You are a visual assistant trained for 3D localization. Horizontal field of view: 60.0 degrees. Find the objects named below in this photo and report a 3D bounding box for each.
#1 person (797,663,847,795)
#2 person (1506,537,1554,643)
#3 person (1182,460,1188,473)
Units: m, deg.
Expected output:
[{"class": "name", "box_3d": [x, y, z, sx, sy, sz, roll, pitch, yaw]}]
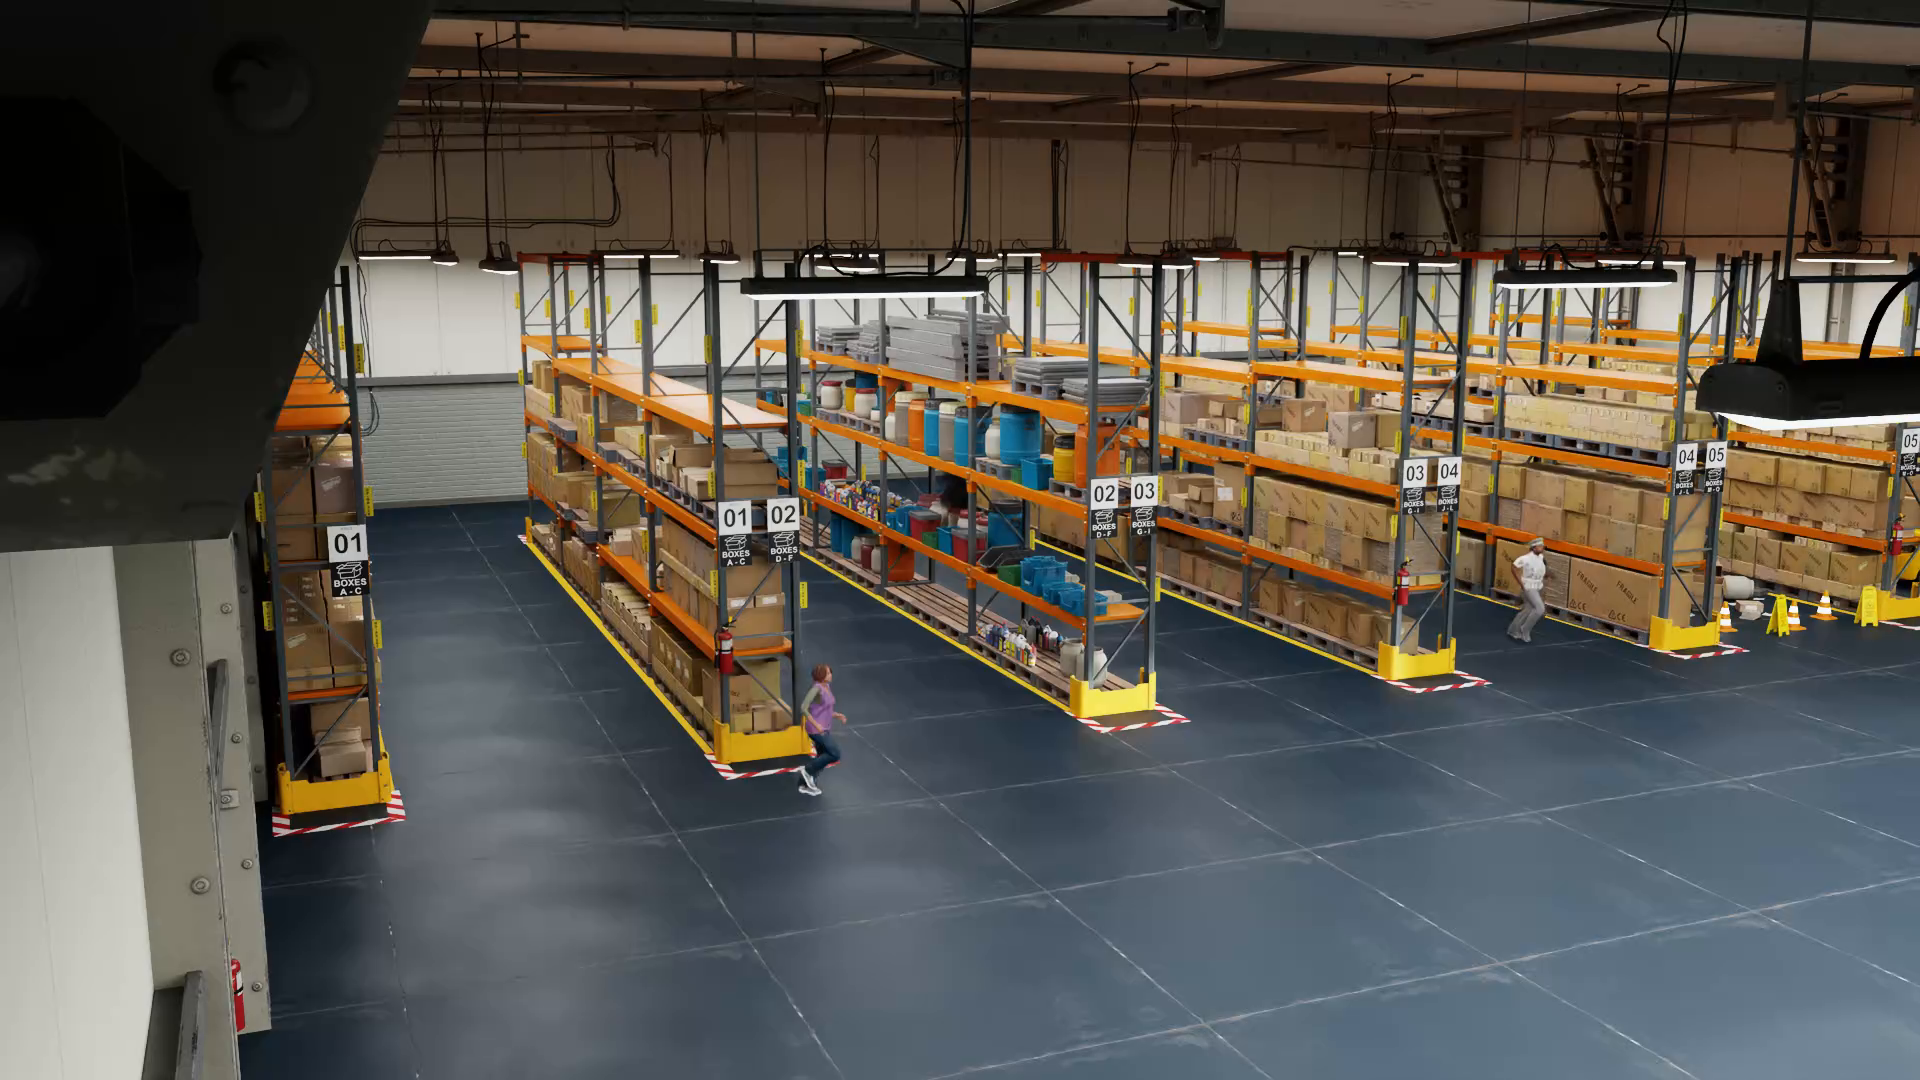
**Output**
[{"class": "person", "box_3d": [-1.582, 2.163, 18.962, 0.565, 1.548, 0.507, 2, 11, 10]}, {"class": "person", "box_3d": [8.988, 0.763, 26.167, 0.564, 1.664, 0.703, -9, 14, -42]}, {"class": "person", "box_3d": [5.712, -2.075, 41.686, 0.554, 1.687, 0.701, 5, 11, 23]}]
